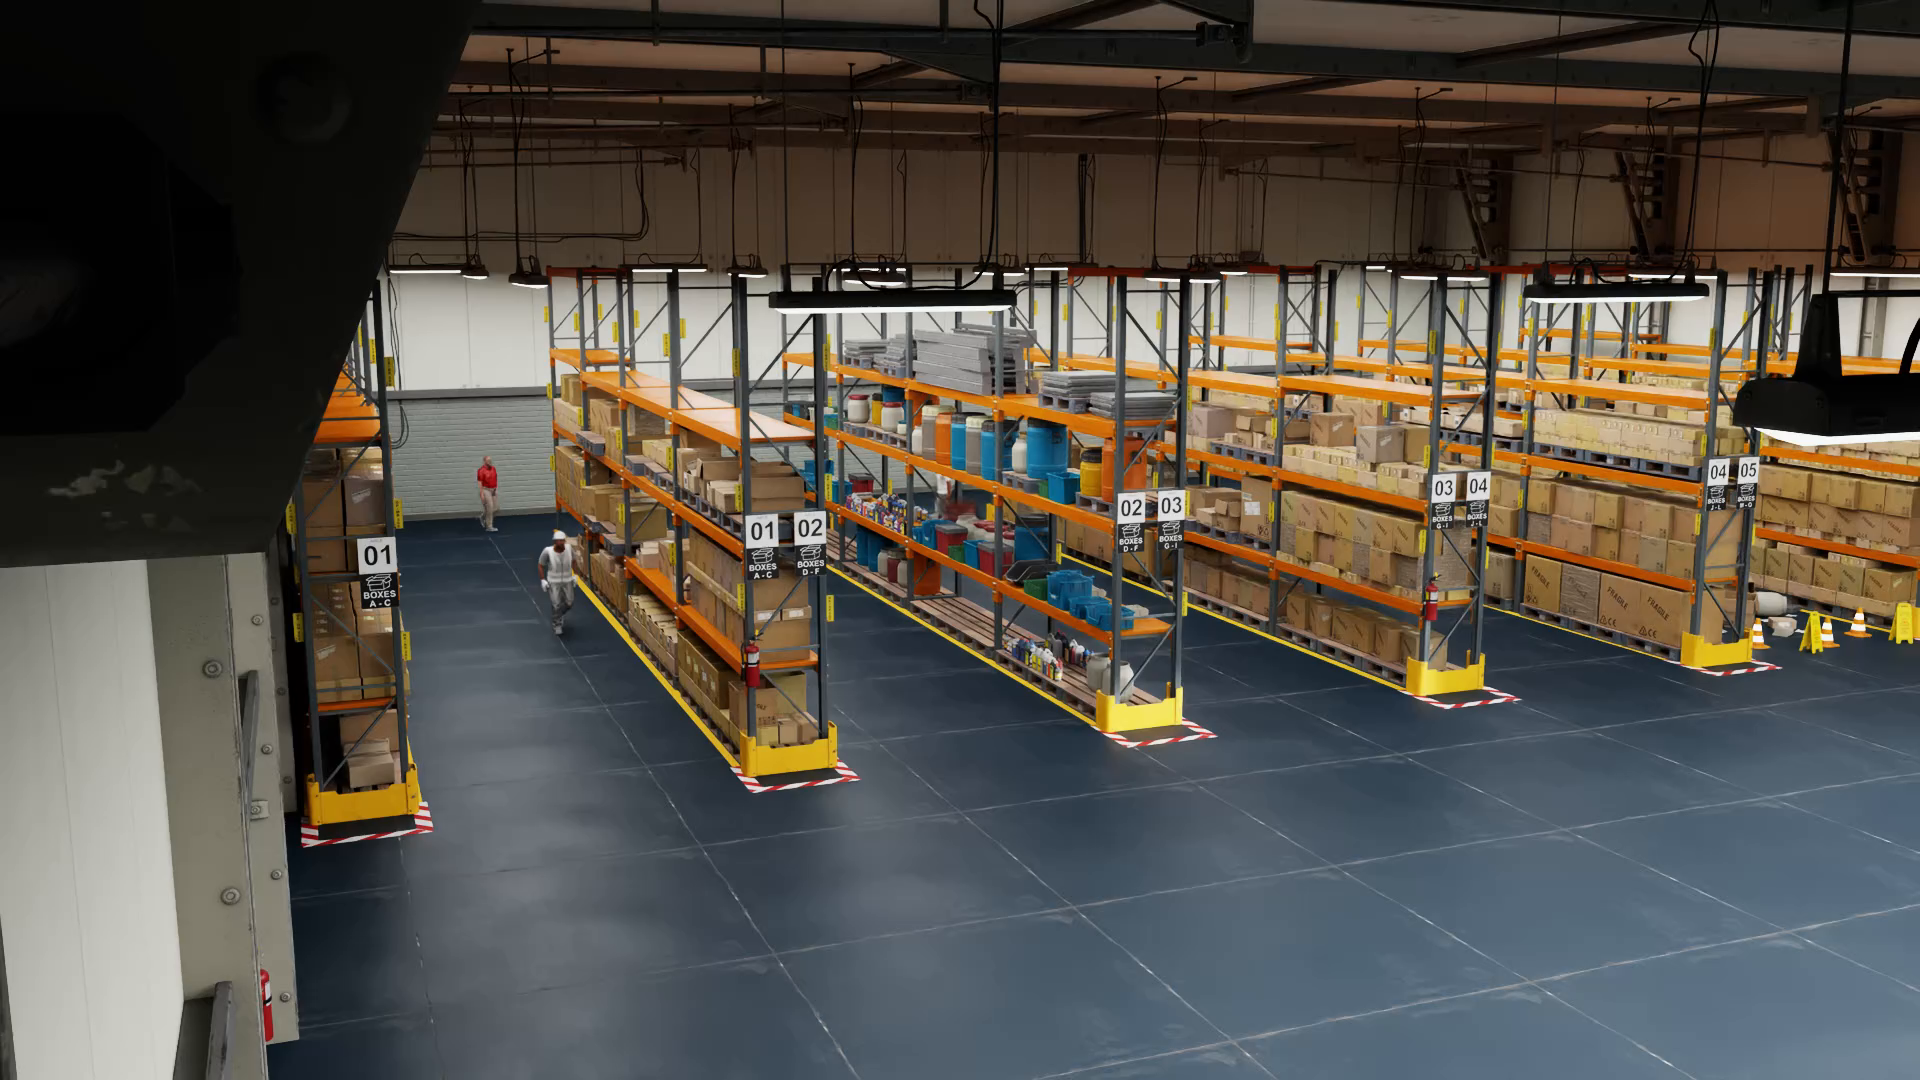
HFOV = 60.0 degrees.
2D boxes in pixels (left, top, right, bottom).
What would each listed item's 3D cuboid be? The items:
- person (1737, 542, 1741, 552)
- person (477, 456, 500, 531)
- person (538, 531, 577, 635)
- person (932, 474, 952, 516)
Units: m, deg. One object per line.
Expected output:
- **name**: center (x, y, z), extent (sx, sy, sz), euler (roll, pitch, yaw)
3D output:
- **person**: center (15.734, -0.270, 33.406), extent (0.629, 1.669, 0.789), euler (-5, 11, -28)
- **person**: center (-10.731, -1.067, 37.708), extent (0.632, 1.707, 0.546), euler (4, 11, 22)
- **person**: center (-6.719, 0.682, 27.760), extent (0.655, 1.745, 0.670), euler (-5, 11, -27)
- **person**: center (-0.388, -1.031, 37.554), extent (0.594, 1.802, 0.621), euler (-1, 10, -5)
